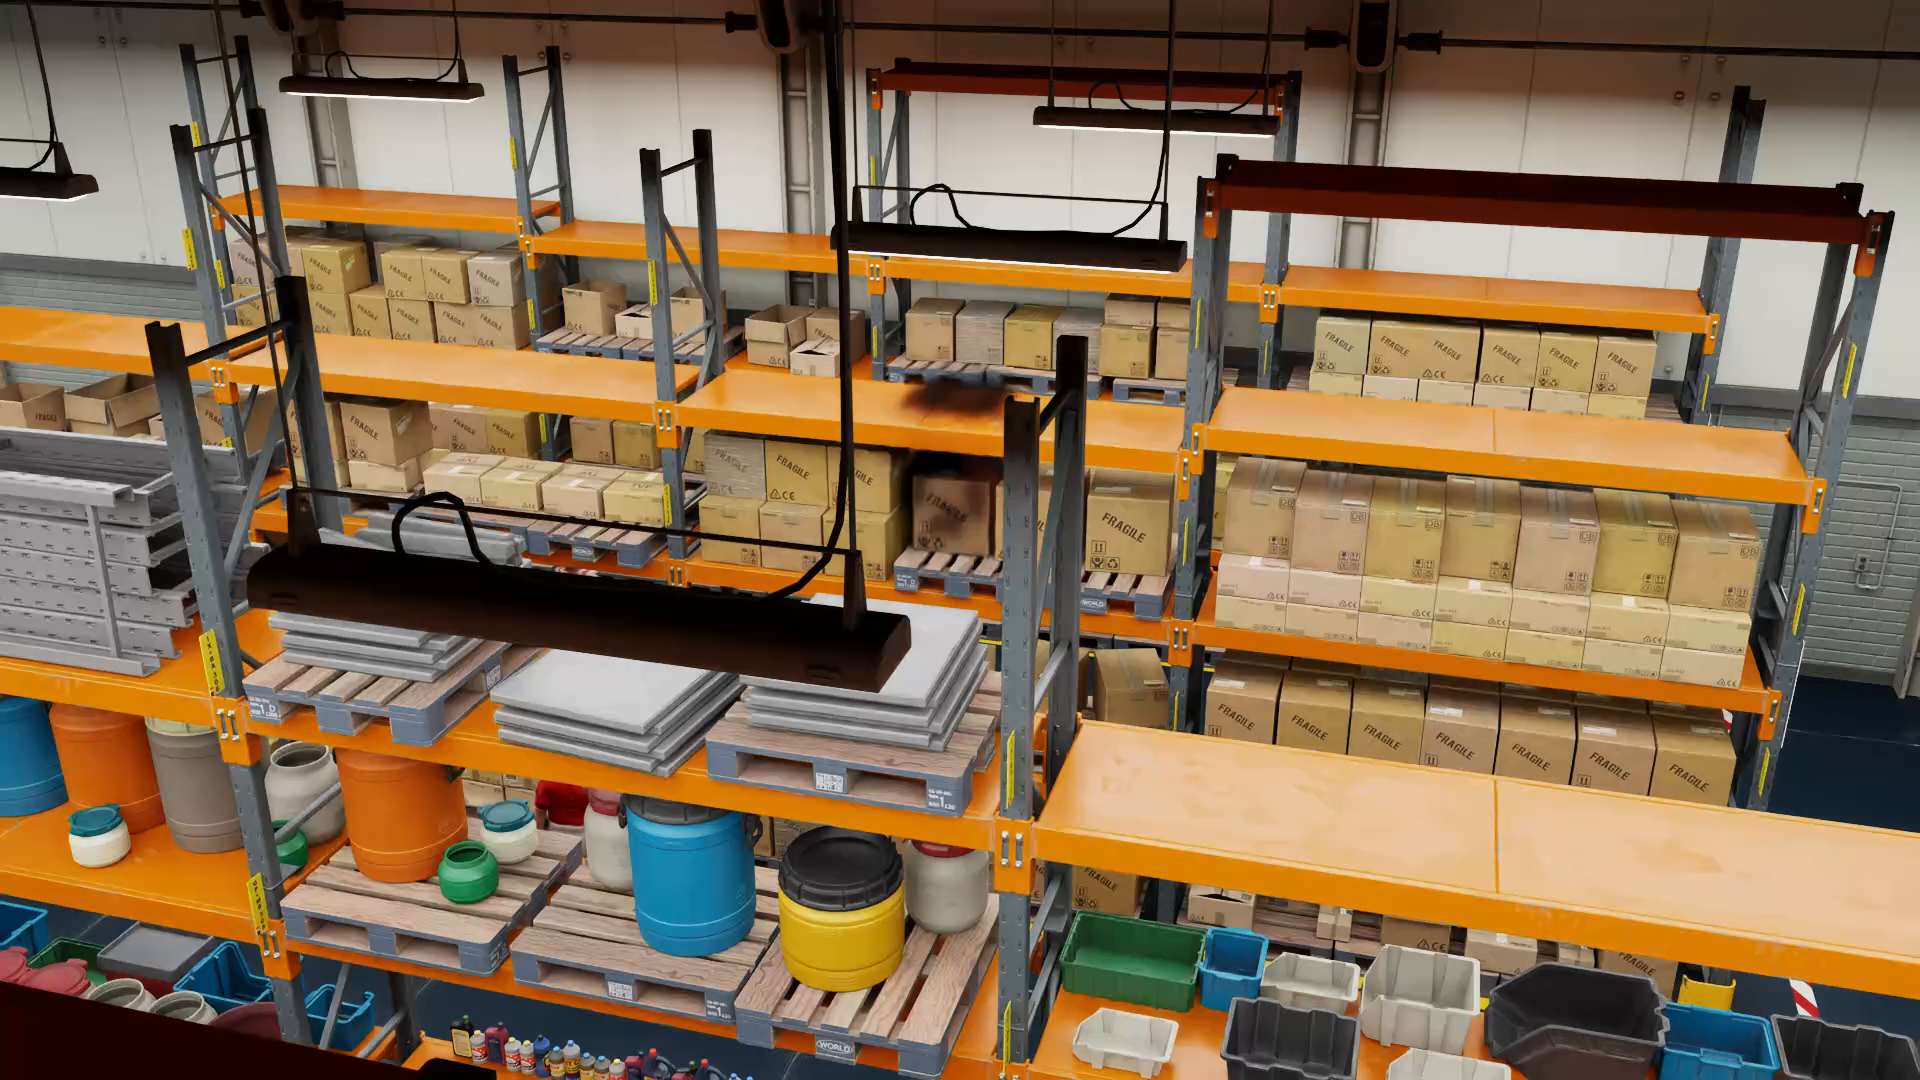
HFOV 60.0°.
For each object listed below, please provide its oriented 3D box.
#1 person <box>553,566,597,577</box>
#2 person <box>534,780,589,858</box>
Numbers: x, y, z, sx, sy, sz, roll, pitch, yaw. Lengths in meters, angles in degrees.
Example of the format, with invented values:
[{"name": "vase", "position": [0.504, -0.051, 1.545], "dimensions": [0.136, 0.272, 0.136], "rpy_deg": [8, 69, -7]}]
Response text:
[{"name": "person", "position": [-3.818, 0.846, 16.433], "dimensions": [0.610, 1.806, 0.403], "rpy_deg": [10, 25, 23]}, {"name": "person", "position": [-3.006, 2.318, 12.859], "dimensions": [0.654, 1.771, 0.372], "rpy_deg": [1, 23, 3]}]
